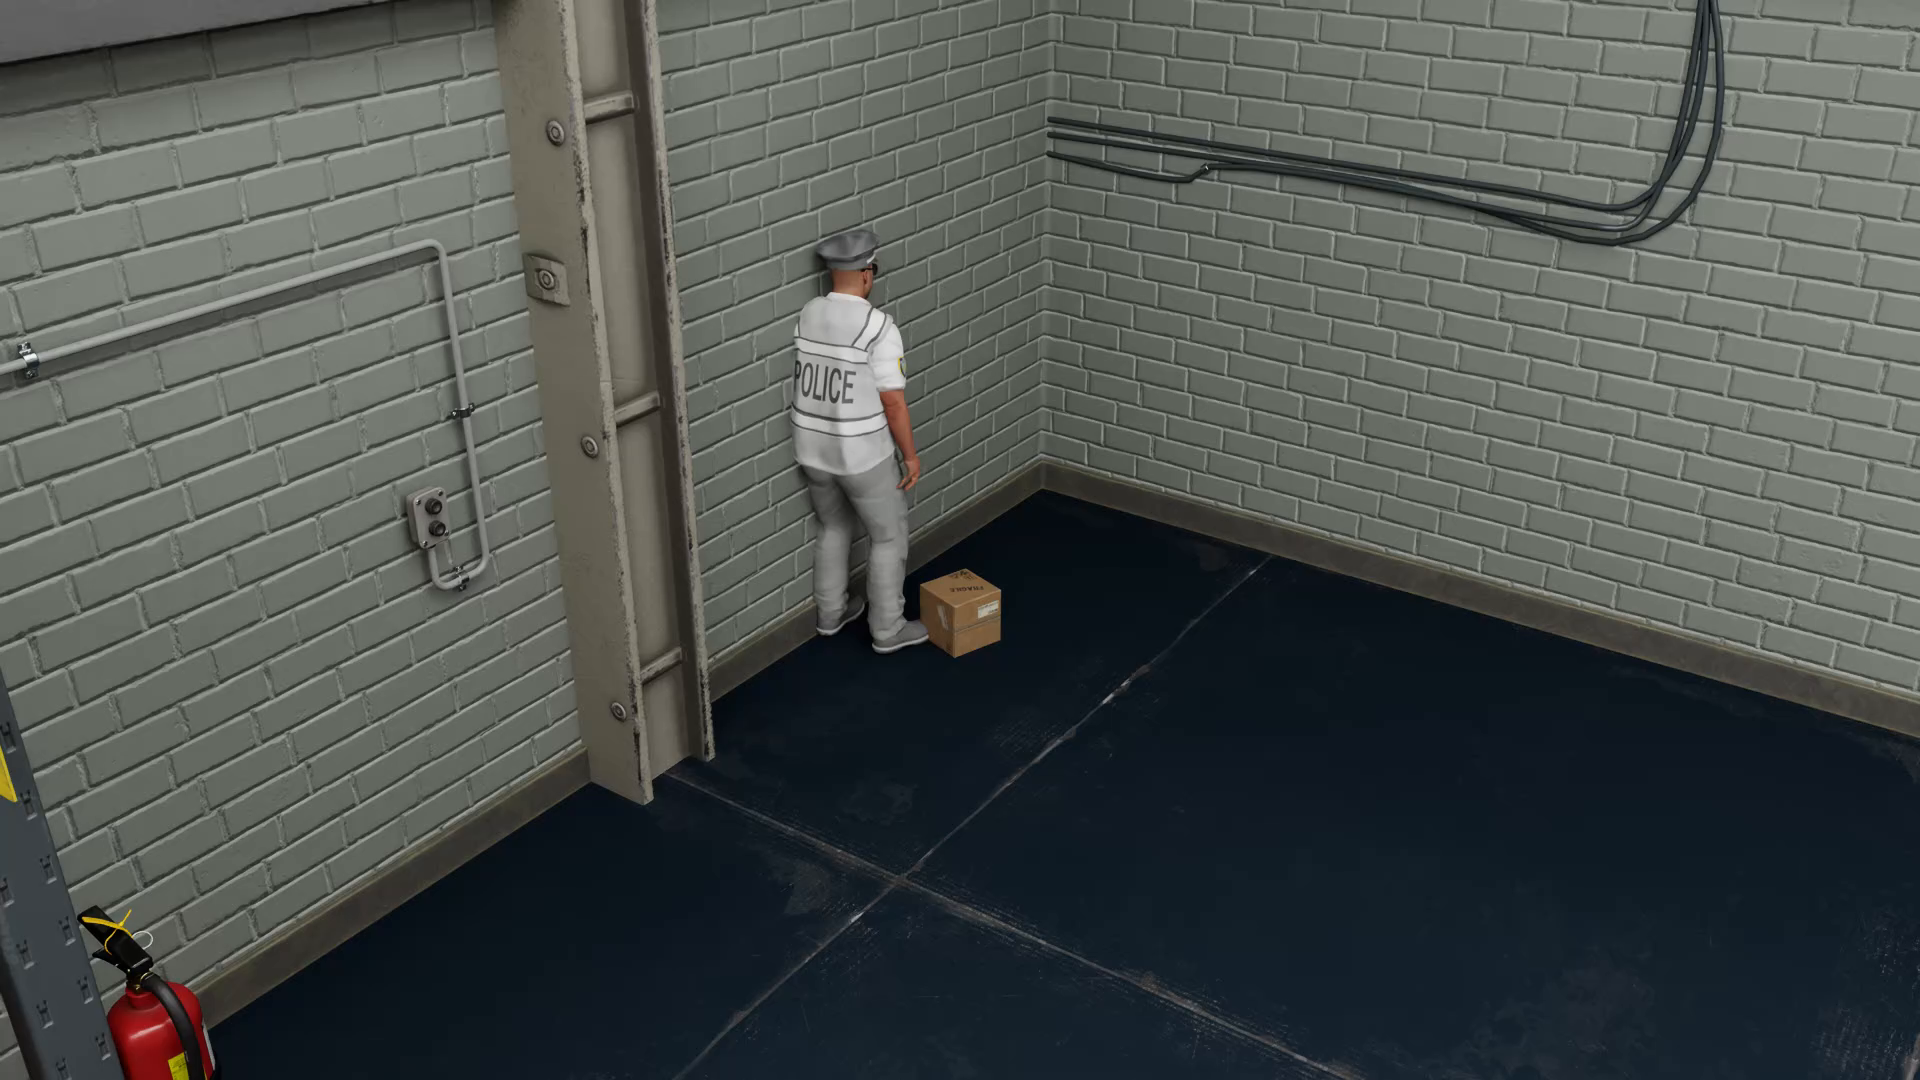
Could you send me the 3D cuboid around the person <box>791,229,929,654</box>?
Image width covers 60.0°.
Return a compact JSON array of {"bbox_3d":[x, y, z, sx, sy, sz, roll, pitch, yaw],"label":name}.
[{"bbox_3d":[-0.448,-0.375,6.848,0.607,1.751,0.431,15,31,28],"label":"person"}]
